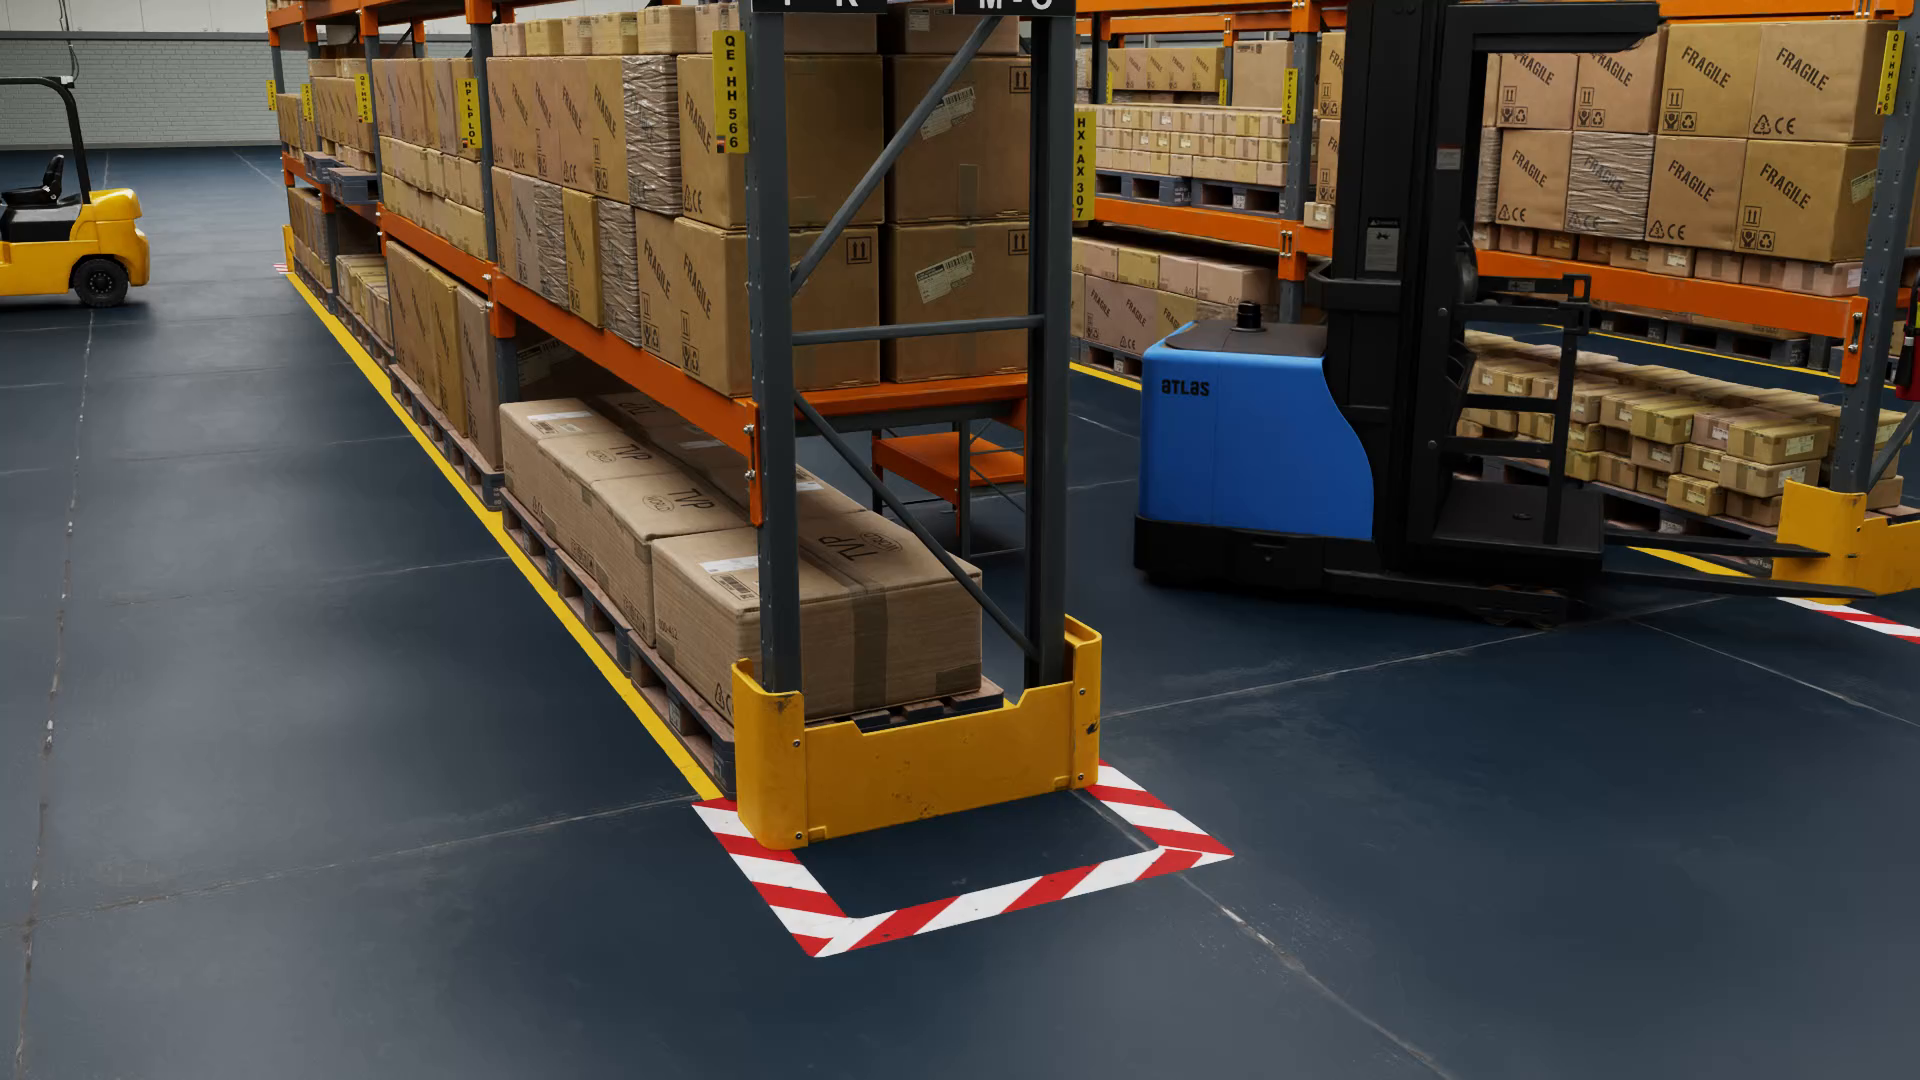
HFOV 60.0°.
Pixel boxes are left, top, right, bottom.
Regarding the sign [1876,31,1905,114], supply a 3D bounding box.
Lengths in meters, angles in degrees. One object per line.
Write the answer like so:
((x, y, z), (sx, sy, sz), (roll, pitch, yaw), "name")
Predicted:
((3.765, -1.890, 6.728), (0.100, 0.325, 0.005), (-8, 18, -25), "sign")

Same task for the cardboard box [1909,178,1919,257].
((4.324, -1.580, 7.597), (0.500, 0.500, 0.500), (-7, 17, -22), "cardboard box")

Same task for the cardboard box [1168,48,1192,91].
((2.854, -5.668, 20.029), (0.500, 0.500, 0.500), (-8, 18, -25), "cardboard box")

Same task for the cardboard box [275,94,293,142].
((-7.184, -4.628, 18.220), (0.500, 0.500, 0.500), (-8, 18, -26), "cardboard box")

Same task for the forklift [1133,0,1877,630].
((2.363, -1.198, 7.112), (3.031, 2.935, 1.130), (6, 17, 19), "forklift")

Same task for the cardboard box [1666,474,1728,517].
((3.651, -0.232, 8.030), (0.380, 0.149, 0.250), (-7, 17, -23), "cardboard box")

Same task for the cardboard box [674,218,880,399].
((-0.582, -0.756, 5.268), (0.500, 0.500, 0.500), (-8, 18, -25), "cardboard box")

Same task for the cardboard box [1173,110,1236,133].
((1.719, -2.936, 11.660), (0.380, 0.149, 0.250), (-8, 18, -27), "cardboard box")

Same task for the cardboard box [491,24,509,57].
((-1.980, -2.343, 7.809), (0.380, 0.149, 0.250), (-8, 18, -26), "cardboard box")

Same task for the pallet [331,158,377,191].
((-4.541, -2.998, 13.608), (1.003, 0.211, 1.213), (-8, 18, -25), "pallet")

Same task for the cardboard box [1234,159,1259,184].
((2.054, -2.456, 11.065), (0.380, 0.149, 0.250), (-8, 18, -25), "cardboard box")

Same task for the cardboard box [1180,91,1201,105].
((3.190, -5.232, 20.325), (0.875, 0.500, 0.500), (-8, 18, -25), "cardboard box")

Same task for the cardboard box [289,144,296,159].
((-6.943, -4.153, 17.741), (0.380, 0.149, 0.250), (-7, 18, -24), "cardboard box")

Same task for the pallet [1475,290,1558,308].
((5.549, -2.257, 15.733), (1.003, 0.211, 1.213), (-8, 18, -25), "pallet")

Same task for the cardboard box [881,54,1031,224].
((-0.087, -1.303, 5.359), (0.500, 0.500, 0.500), (-8, 18, -26), "cardboard box")

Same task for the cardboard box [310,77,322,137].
((-5.442, -3.838, 14.706), (0.500, 0.500, 0.500), (-7, 18, -24), "cardboard box")

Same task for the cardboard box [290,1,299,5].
((-6.240, -5.216, 16.005), (0.380, 0.149, 0.250), (-7, 17, -23), "cardboard box")

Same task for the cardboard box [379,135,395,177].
((-3.637, -2.617, 11.298), (0.500, 0.250, 0.500), (-8, 18, -25), "cardboard box")

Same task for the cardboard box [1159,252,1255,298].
((1.754, -1.880, 11.774), (0.500, 0.250, 0.500), (-7, 17, -22), "cardboard box")

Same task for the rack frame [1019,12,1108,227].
((0.768, -3.228, 14.060), (1.000, 3.000, 0.127), (-8, 18, -25), "rack frame")

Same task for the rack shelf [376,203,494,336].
((-2.761, -1.763, 10.260), (1.077, 0.370, 4.000), (-8, 18, -25), "rack shelf")

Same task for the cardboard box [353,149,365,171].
((-4.326, -2.853, 12.449), (0.380, 0.149, 0.250), (-8, 18, -25), "cardboard box")

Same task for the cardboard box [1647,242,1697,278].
((3.545, -1.357, 7.997), (0.380, 0.149, 0.250), (-7, 17, -23), "cardboard box")

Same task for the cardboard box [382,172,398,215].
((-3.649, -2.381, 11.380), (0.500, 0.250, 0.500), (-8, 18, -26), "cardboard box")

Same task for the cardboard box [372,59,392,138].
((-3.641, -2.981, 11.208), (0.500, 0.500, 0.500), (-8, 18, -27), "cardboard box")

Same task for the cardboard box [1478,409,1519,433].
((3.076, -0.701, 9.124), (0.380, 0.149, 0.250), (-7, 18, -24), "cardboard box")

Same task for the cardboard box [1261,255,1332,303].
((2.434, -1.812, 11.537), (0.500, 0.250, 0.500), (-9, 18, -27), "cardboard box")

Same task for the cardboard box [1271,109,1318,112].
((2.417, -2.951, 11.710), (0.380, 0.149, 0.250), (-8, 18, -26), "cardboard box")

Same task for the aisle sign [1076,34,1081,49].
((1.469, -7.014, 22.543), (0.394, 0.787, 0.004), (-8, 18, -25), "aisle sign")

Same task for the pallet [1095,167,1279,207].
((1.672, -2.650, 12.393), (1.003, 0.211, 1.213), (-8, 18, -25), "pallet")

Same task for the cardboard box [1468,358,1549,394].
((3.074, -0.918, 9.341), (0.380, 0.149, 0.250), (-8, 18, -27), "cardboard box")

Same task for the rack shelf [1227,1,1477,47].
((4.395, -5.394, 17.475), (1.077, 0.370, 4.000), (-8, 18, -25), "rack shelf")

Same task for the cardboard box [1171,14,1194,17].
((2.865, -6.376, 19.864), (0.500, 0.250, 0.500), (-7, 18, -24), "cardboard box")

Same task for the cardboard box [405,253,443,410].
((-3.023, -1.382, 10.719), (0.875, 0.875, 0.875), (-7, 18, -24), "cardboard box")

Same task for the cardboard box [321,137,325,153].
((-5.432, -3.502, 14.711), (0.380, 0.149, 0.250), (-7, 18, -24), "cardboard box")

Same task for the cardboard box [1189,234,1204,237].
((3.122, -4.039, 20.659), (0.500, 0.500, 0.500), (-2, 16, -7), "cardboard box")

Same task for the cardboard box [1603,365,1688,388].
((3.754, -0.856, 9.126), (0.380, 0.149, 0.250), (-7, 18, -24), "cardboard box")

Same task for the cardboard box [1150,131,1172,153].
((1.588, -2.861, 11.938), (0.380, 0.149, 0.250), (-8, 18, -25), "cardboard box")

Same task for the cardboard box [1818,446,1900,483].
((4.274, -0.379, 8.003), (0.380, 0.149, 0.250), (-7, 17, -23), "cardboard box")

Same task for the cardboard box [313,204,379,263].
((-5.890, -2.951, 15.961), (0.500, 0.500, 0.500), (-8, 18, -26), "cardboard box")

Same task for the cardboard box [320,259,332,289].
((-5.890, -2.591, 16.064), (0.500, 0.250, 0.500), (-7, 17, -22), "cardboard box")

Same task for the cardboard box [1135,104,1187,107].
((1.618, -3.401, 13.280), (0.380, 0.149, 0.250), (-7, 17, -23), "cardboard box")

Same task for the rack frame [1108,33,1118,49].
((1.766, -5.786, 22.974), (1.000, 3.000, 0.127), (-8, 18, -25), "rack frame")

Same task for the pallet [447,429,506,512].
((-2.291, -0.455, 9.452), (1.003, 0.211, 1.213), (-8, 18, -25), "pallet")

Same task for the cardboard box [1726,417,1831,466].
((3.813, -0.462, 7.752), (0.380, 0.149, 0.250), (-7, 18, -24), "cardboard box")

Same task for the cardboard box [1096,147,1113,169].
((1.257, -2.908, 12.639), (0.380, 0.149, 0.250), (-7, 17, -23), "cardboard box")

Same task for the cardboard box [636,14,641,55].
((-0.916, -1.781, 5.848), (0.380, 0.149, 0.250), (-8, 18, -25), "cardboard box")

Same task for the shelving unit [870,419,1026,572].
((0.003, -0.539, 8.090), (0.538, 1.125, 1.048), (-8, 18, -25), "shelving unit")

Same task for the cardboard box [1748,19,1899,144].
((3.849, -1.999, 7.246), (0.500, 0.500, 0.500), (-8, 18, -26), "cardboard box")

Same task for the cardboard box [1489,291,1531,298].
((5.555, -2.809, 15.692), (1.225, 0.875, 0.875), (-9, 18, -27), "cardboard box")

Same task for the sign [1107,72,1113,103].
((1.252, -3.814, 14.148), (0.100, 0.325, 0.005), (-8, 18, -25), "sign")

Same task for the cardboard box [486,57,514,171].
((-1.894, -1.994, 7.767), (0.500, 0.500, 0.500), (-8, 18, -25), "cardboard box")

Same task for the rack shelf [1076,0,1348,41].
((1.644, -3.828, 12.018), (1.077, 0.370, 4.000), (-8, 18, -25), "rack shelf")
